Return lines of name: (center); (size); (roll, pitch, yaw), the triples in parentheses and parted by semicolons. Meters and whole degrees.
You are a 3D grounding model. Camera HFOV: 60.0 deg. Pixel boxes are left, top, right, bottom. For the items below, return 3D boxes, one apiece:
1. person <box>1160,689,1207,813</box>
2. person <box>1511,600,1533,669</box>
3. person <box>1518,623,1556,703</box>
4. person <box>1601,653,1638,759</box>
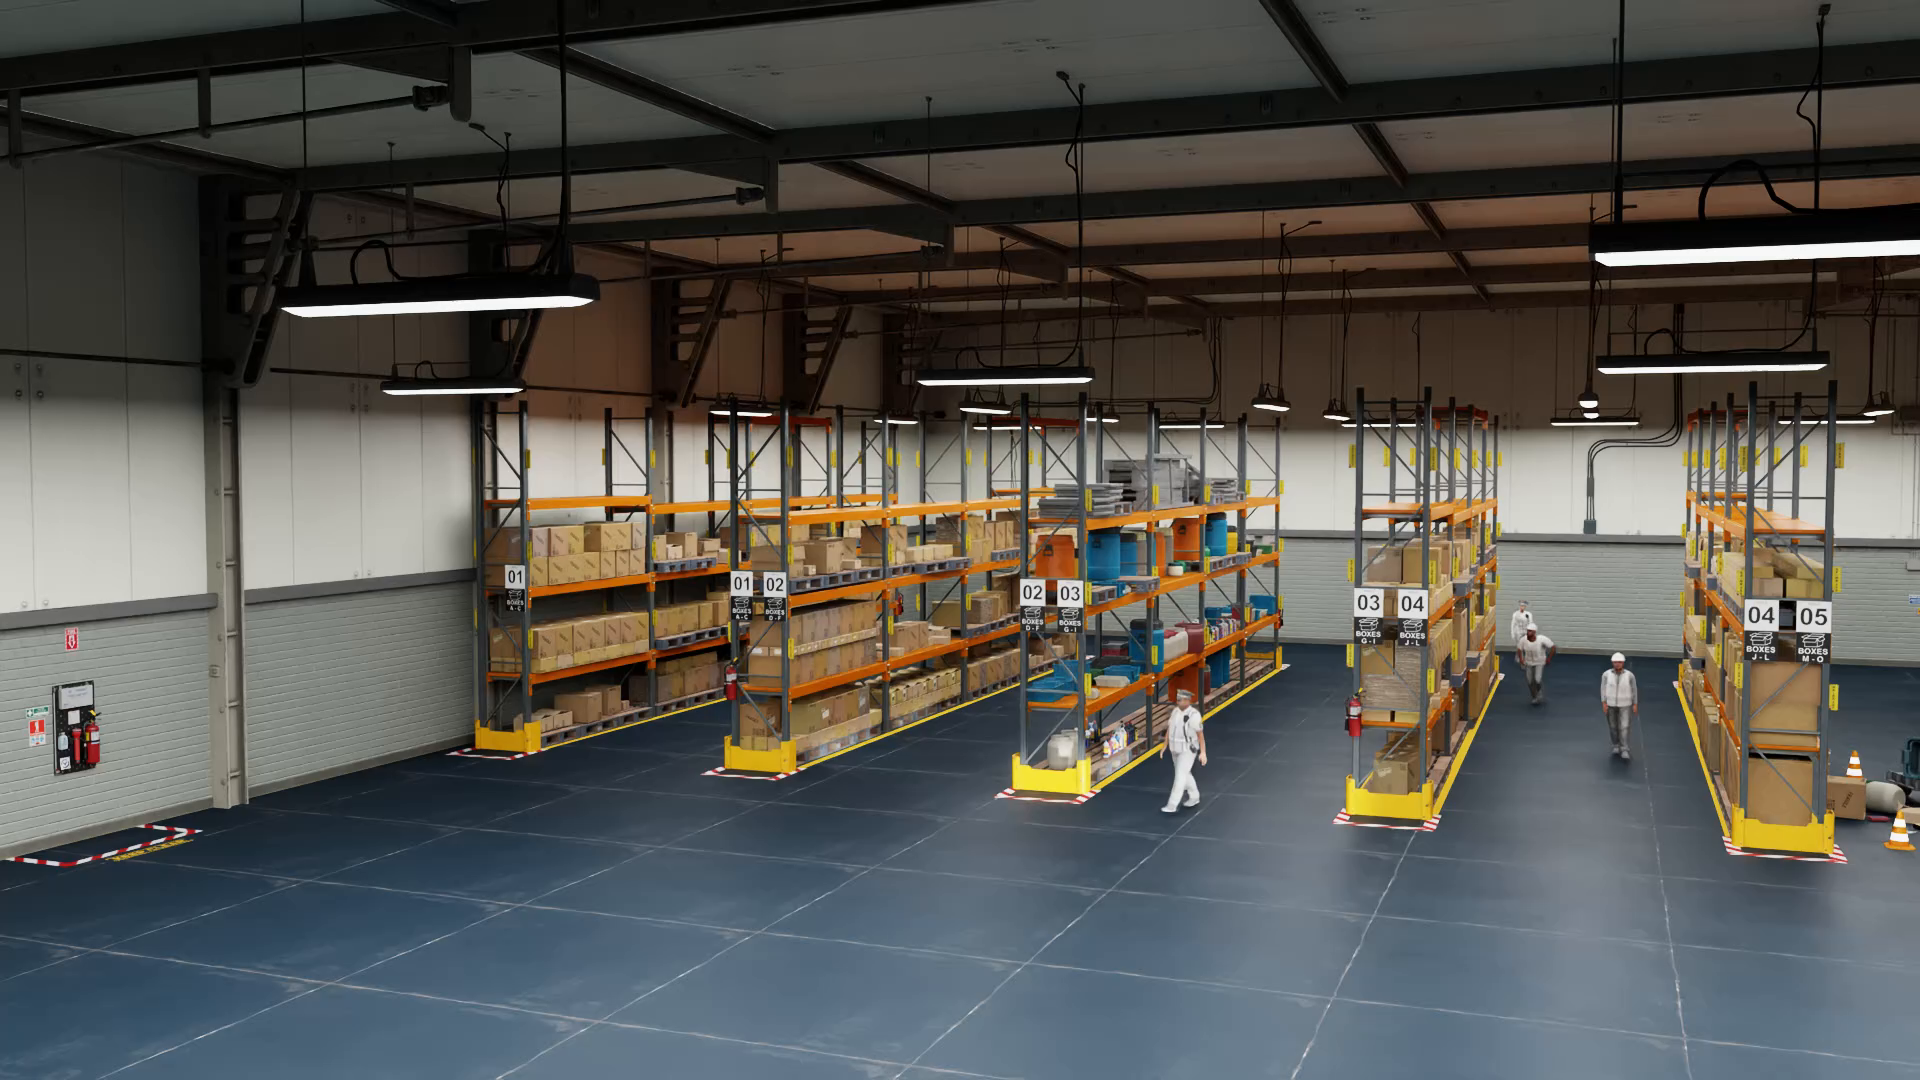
person: (3.109, 2.975, 23.630); (0.994, 1.711, 0.589); (-2, 3, -35)
person: (13.450, 2.236, 39.741); (0.447, 1.619, 1.046); (0, 3, -3)
person: (11.757, 2.521, 33.912); (0.754, 1.664, 0.678); (2, 3, 29)
person: (11.014, 2.753, 27.837); (0.569, 1.727, 0.959); (2, 3, 30)
